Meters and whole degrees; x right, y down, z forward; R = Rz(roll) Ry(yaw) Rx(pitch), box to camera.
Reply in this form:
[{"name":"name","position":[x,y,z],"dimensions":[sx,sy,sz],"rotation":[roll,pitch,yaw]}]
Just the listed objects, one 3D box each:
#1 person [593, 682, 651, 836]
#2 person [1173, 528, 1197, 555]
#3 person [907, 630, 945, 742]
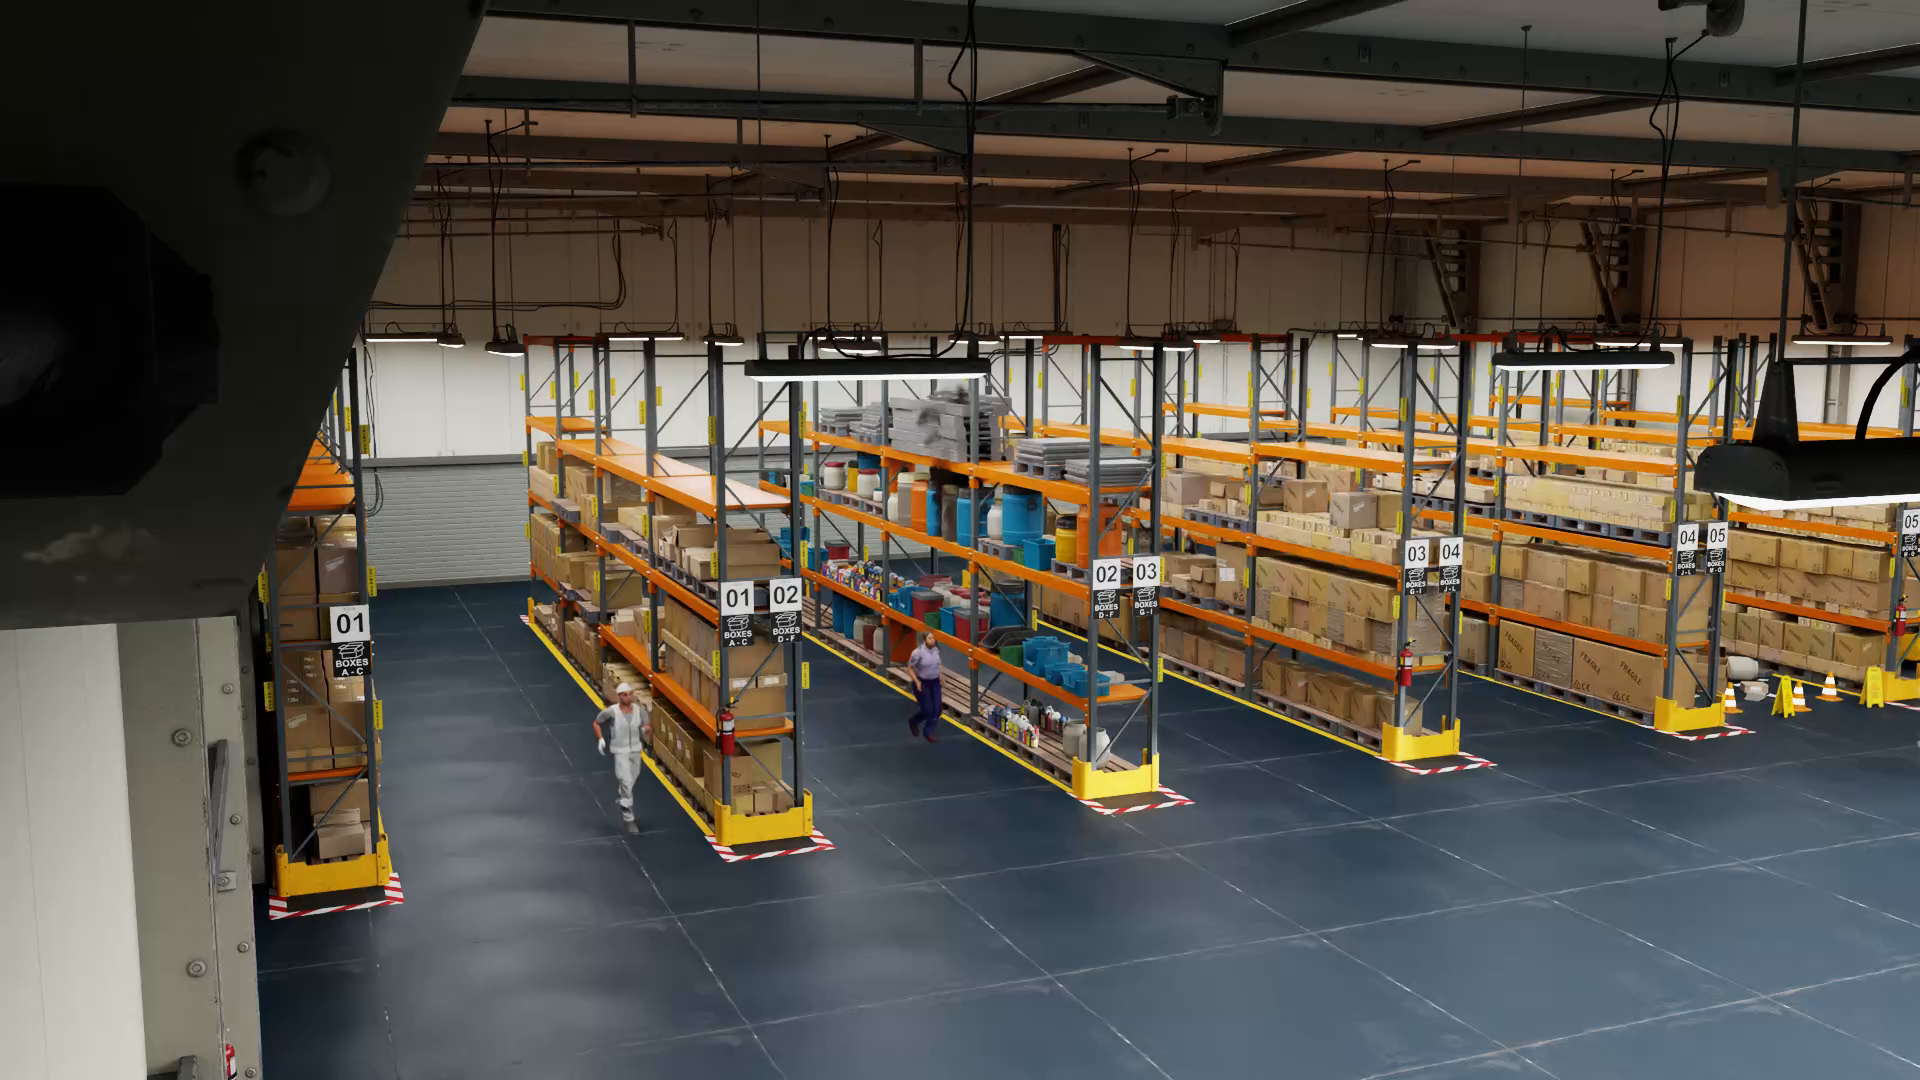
[{"name":"person","position":[-4.167,2.682,20.732],"dimensions":[0.651,1.835,0.832],"rotation":[-6,10,-38]},{"name":"person","position":[4.995,0.586,36.854],"dimensions":[0.662,1.732,0.874],"rotation":[-2,8,-17]},{"name":"person","position":[-0.495,2.093,23.912],"dimensions":[0.593,1.602,0.518],"rotation":[-6,10,-37]}]
